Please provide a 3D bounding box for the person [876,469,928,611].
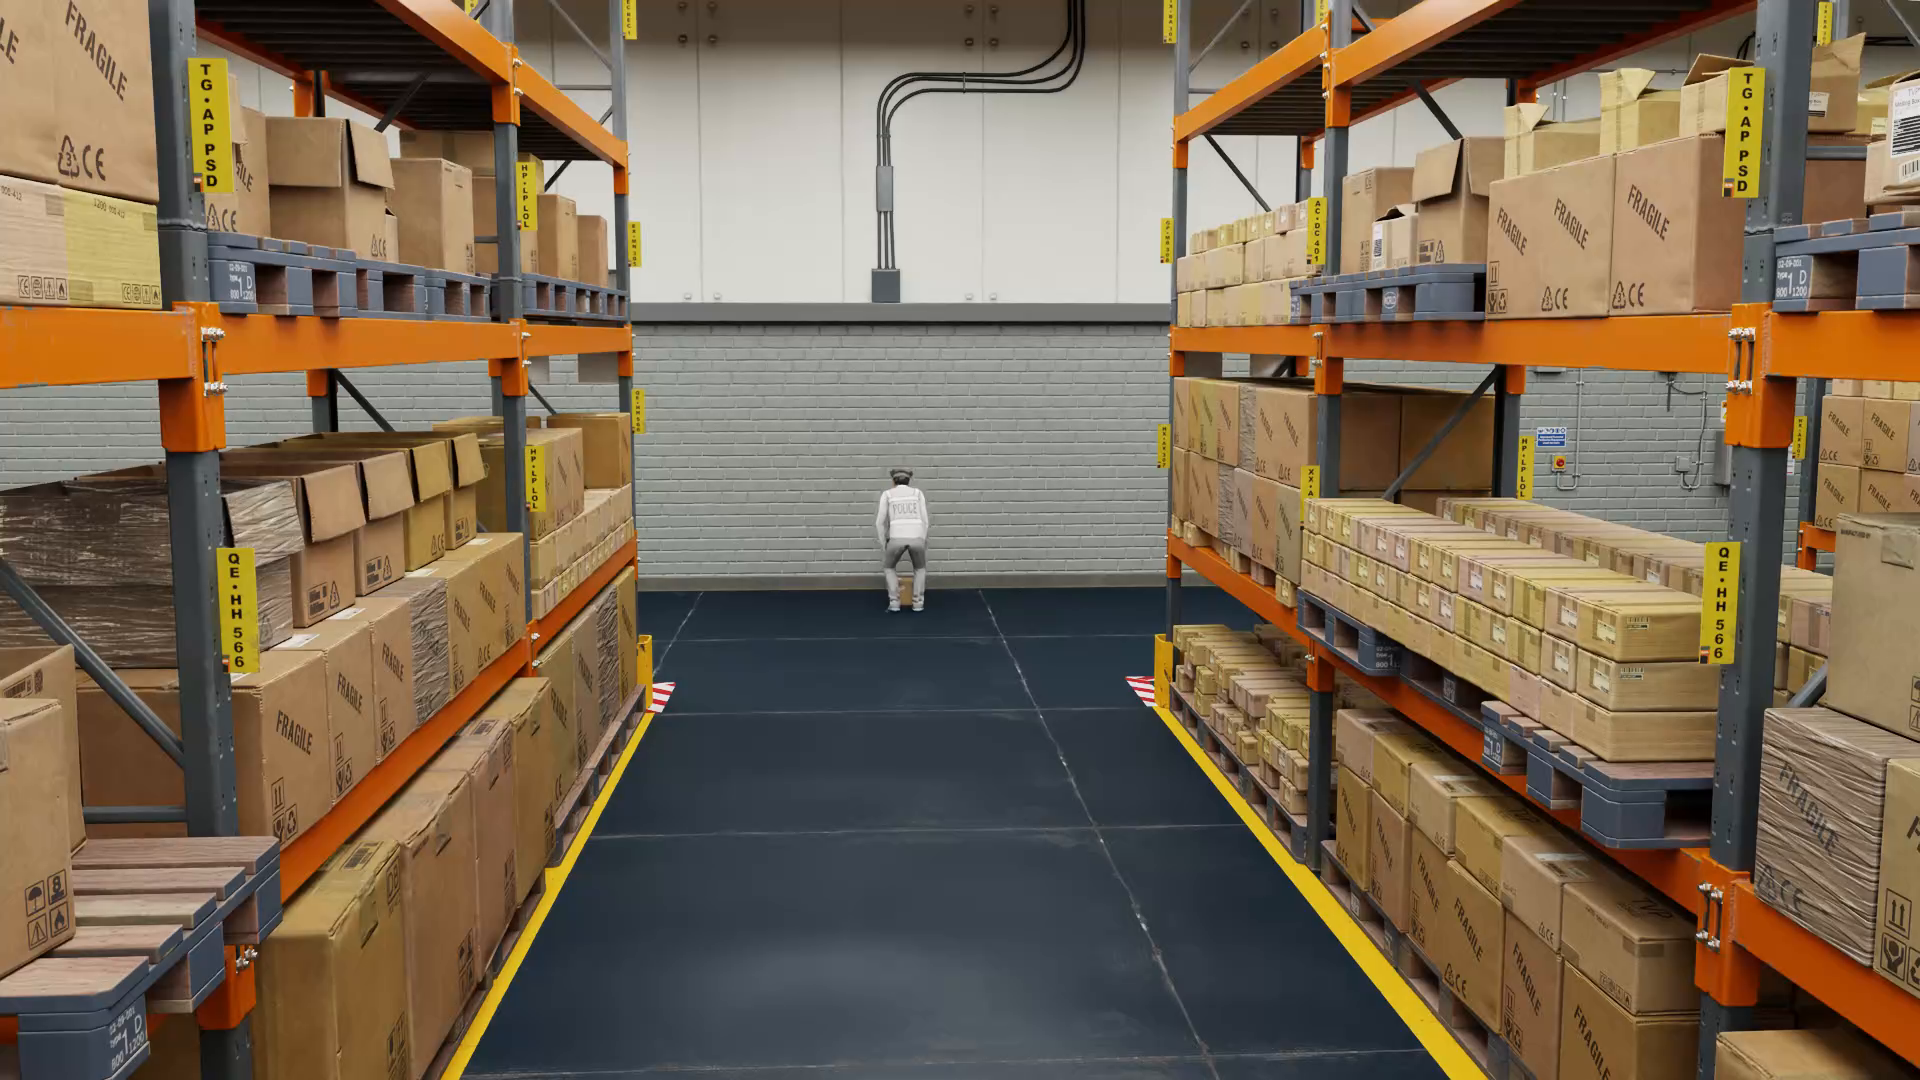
[{"bbox_3d":[-0.581,0.003,16.733,0.534,1.429,0.674,0,7,-3],"label":"person"}]
